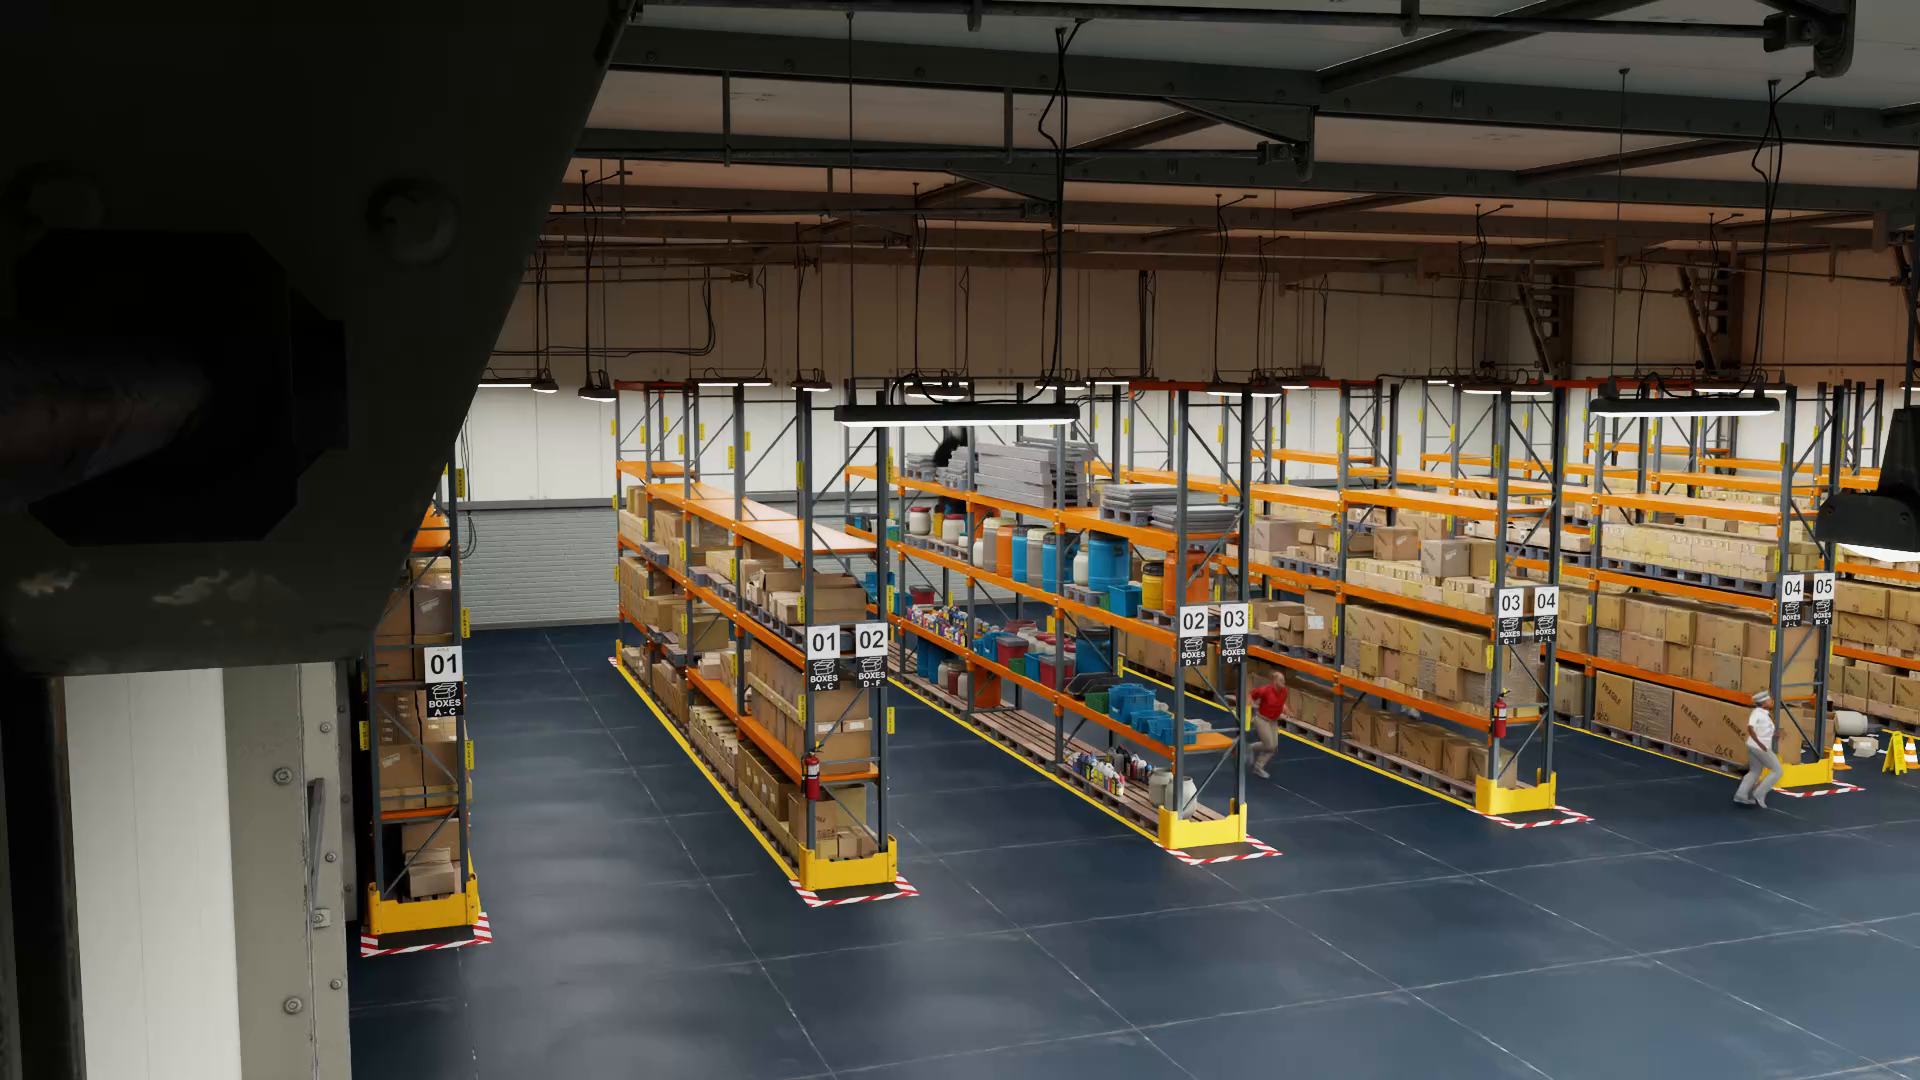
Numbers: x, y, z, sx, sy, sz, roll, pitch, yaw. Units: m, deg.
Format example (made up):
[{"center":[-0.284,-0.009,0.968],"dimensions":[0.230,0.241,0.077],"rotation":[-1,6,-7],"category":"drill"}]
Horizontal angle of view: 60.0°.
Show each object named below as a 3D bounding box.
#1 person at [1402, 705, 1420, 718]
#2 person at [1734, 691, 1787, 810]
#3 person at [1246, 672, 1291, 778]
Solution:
[{"center":[8.215,2.340,29.570],"dimensions":[0.690,1.706,0.944],"rotation":[-3,7,-28],"category":"person"},{"center":[11.463,2.992,23.761],"dimensions":[0.681,1.702,0.549],"rotation":[1,6,13],"category":"person"},{"center":[4.744,2.830,25.526],"dimensions":[0.652,1.655,0.747],"rotation":[-5,8,-41],"category":"person"}]
